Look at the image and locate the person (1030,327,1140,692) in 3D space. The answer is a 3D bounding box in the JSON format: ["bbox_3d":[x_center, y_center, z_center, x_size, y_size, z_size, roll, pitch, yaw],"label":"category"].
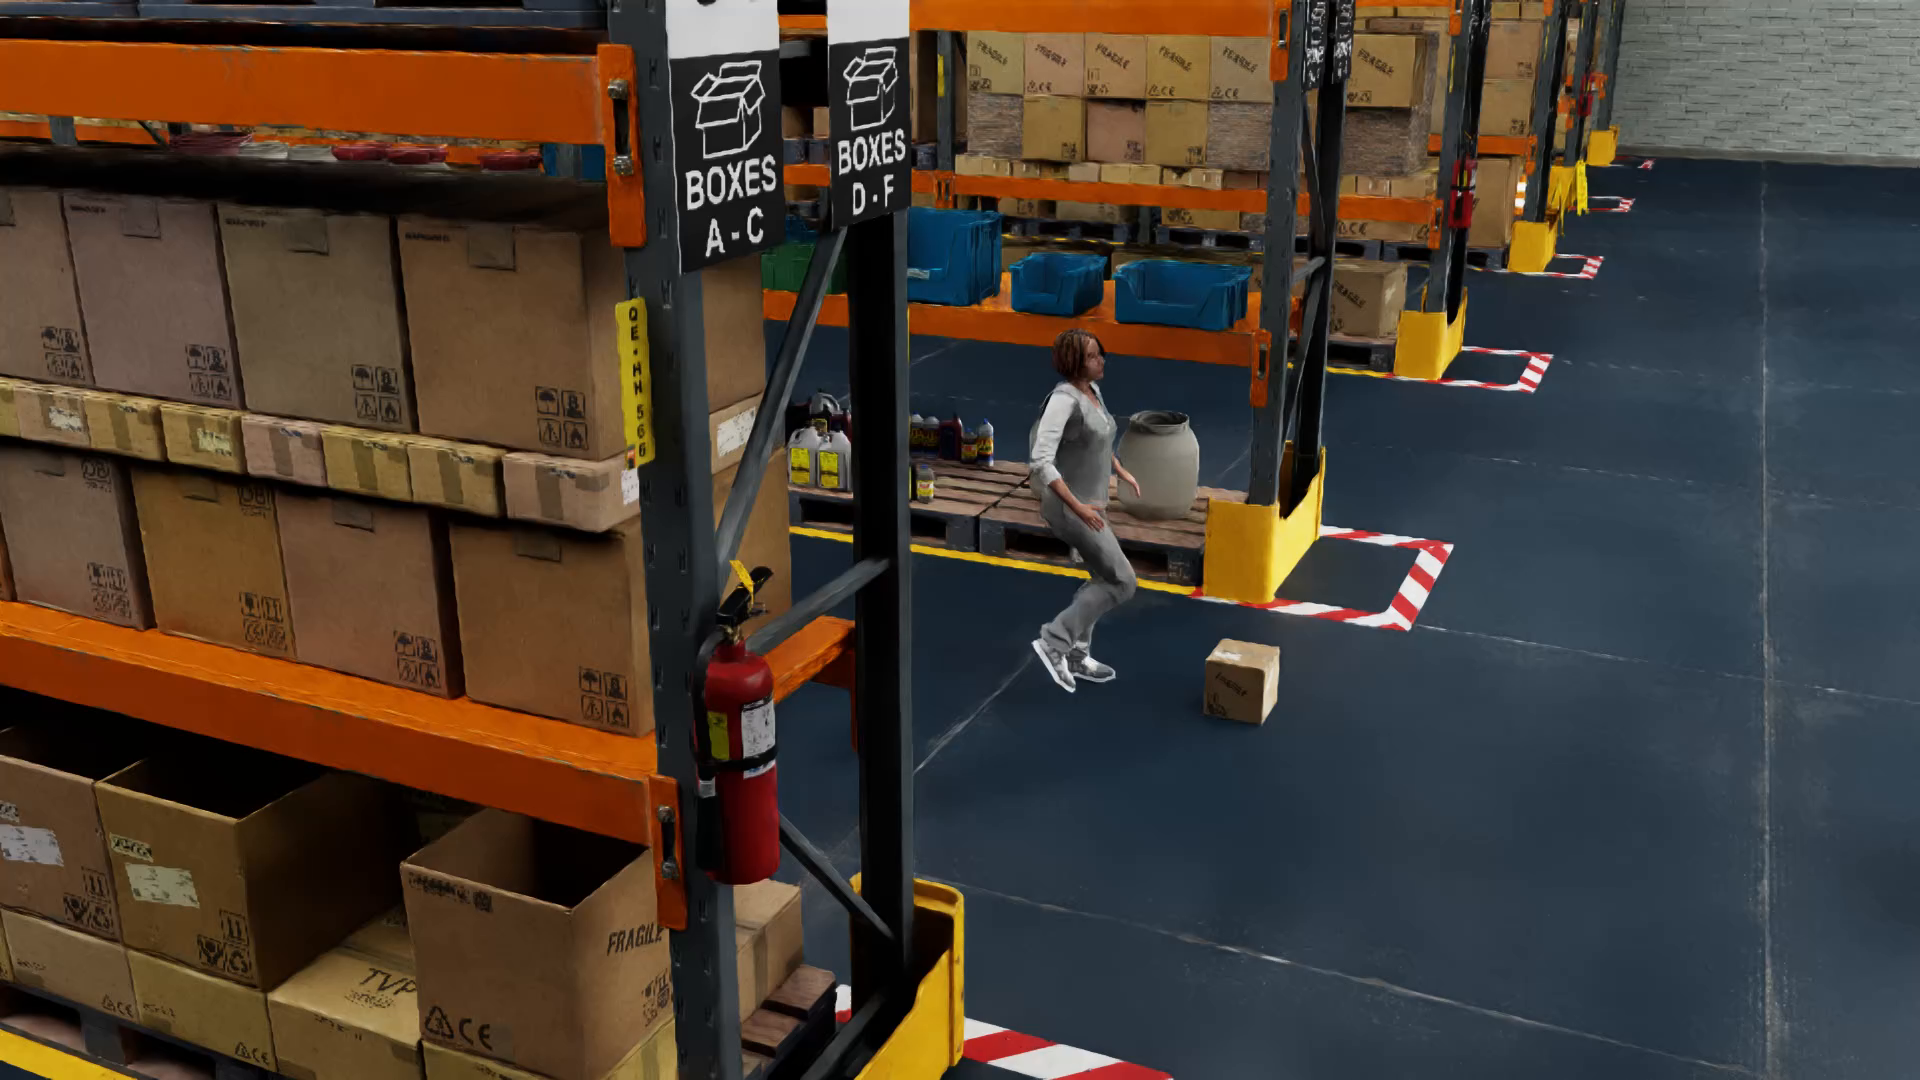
[{"bbox_3d":[0.550,-0.126,6.995,0.433,1.567,0.585,4,20,11],"label":"person"}]
